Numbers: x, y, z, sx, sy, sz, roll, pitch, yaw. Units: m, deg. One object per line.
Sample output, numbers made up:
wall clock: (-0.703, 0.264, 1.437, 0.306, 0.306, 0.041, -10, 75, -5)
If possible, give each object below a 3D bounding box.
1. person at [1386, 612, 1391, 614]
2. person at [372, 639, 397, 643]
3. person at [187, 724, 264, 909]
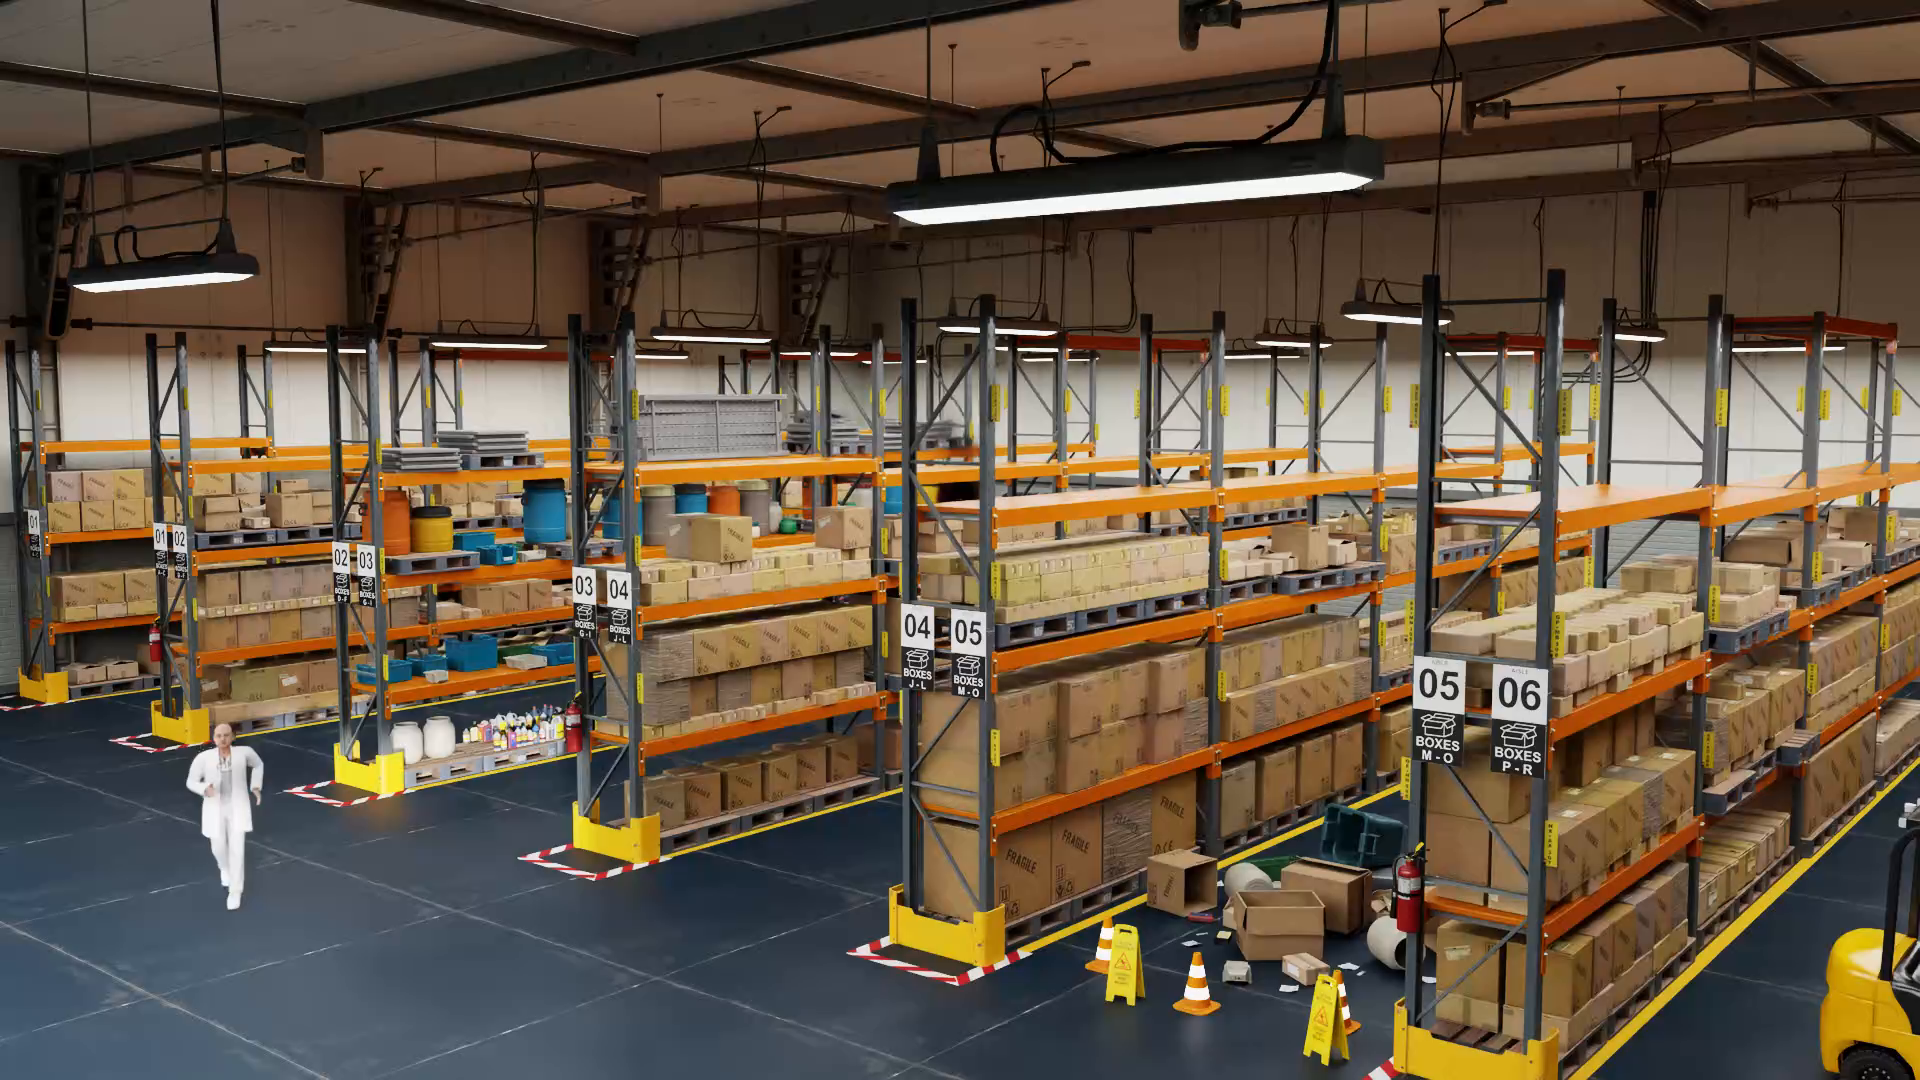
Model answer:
person: (6.838, 1.962, 26.616, 0.567, 1.611, 0.557, 4, 7, 40)
person: (-10.076, 1.655, 29.100, 0.640, 1.785, 0.698, 3, 6, 31)
person: (-7.409, 2.747, 16.801, 0.707, 1.760, 1.017, -2, 6, -21)
